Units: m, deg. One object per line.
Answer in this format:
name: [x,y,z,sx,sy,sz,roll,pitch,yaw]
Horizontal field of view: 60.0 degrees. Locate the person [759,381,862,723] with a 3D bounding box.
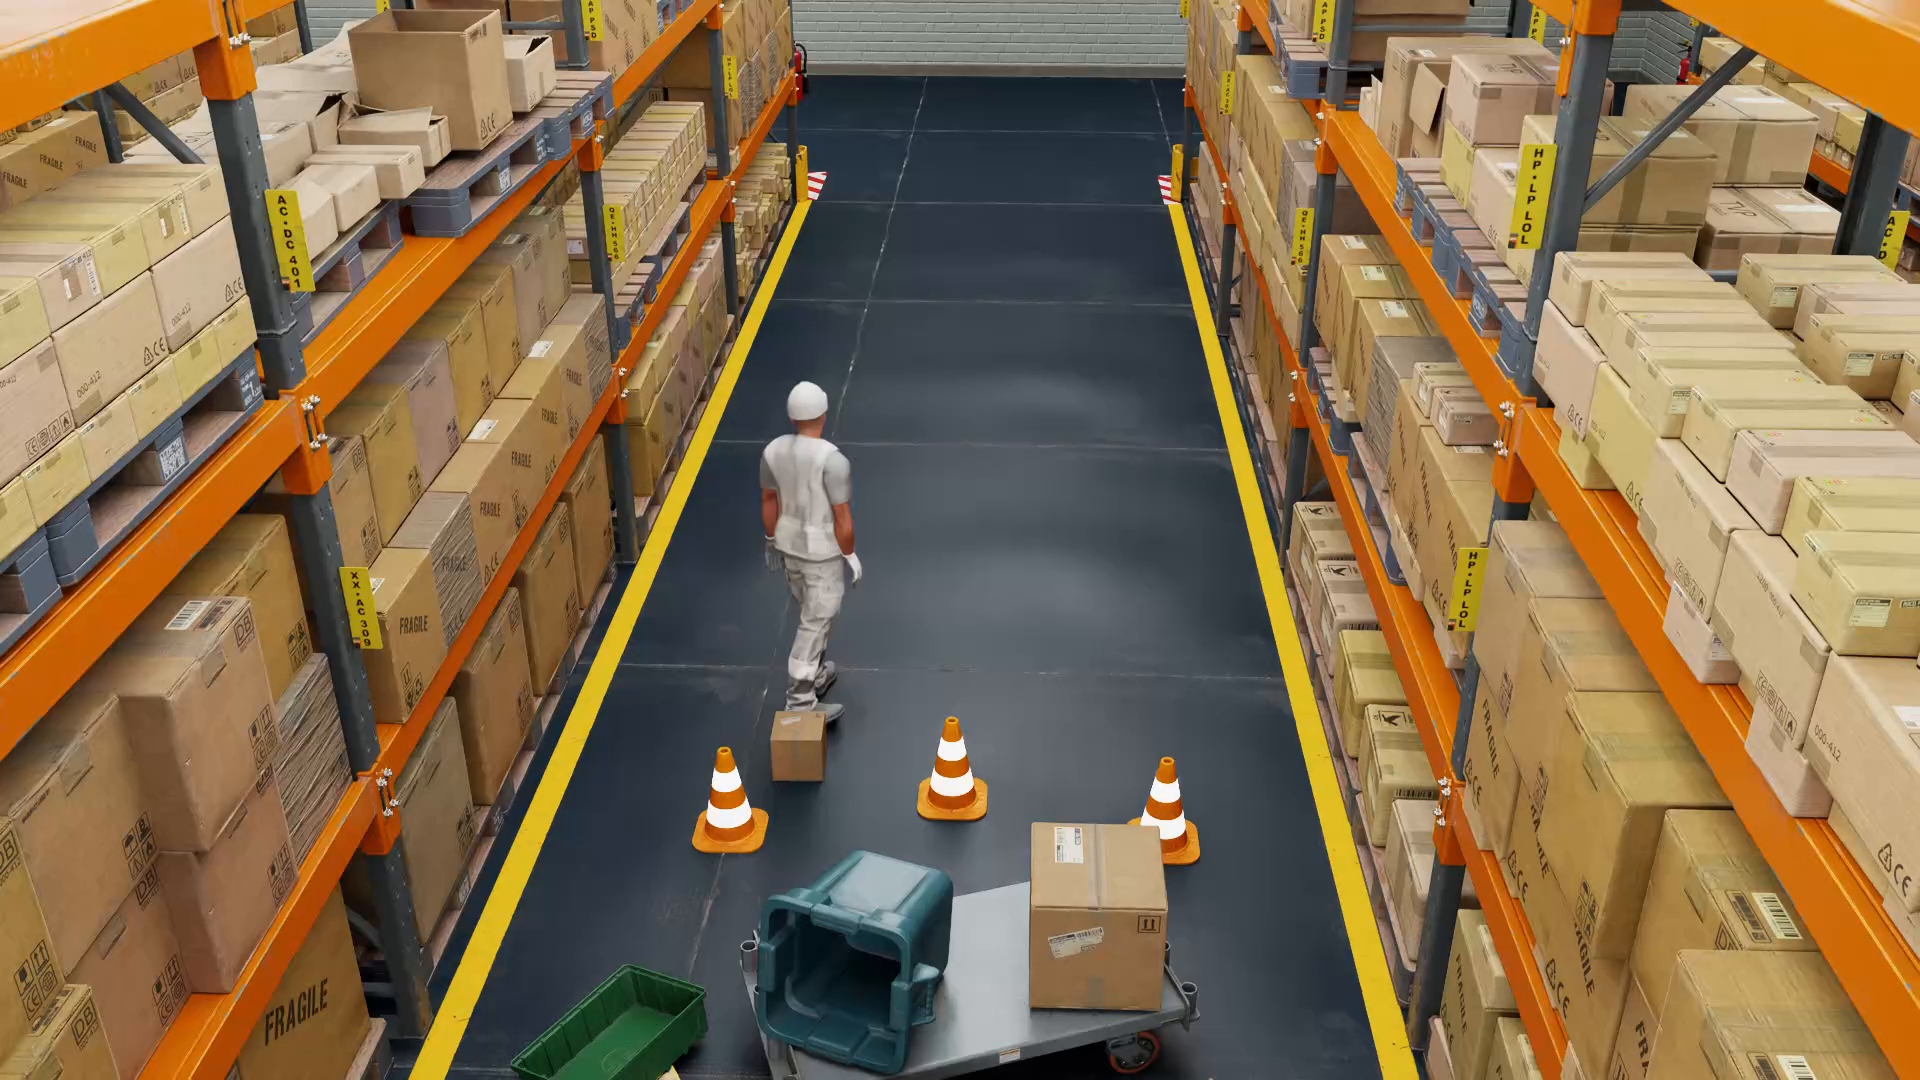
person: [-0.769,0.066,8.473,0.566,1.781,0.576,19,33,32]
